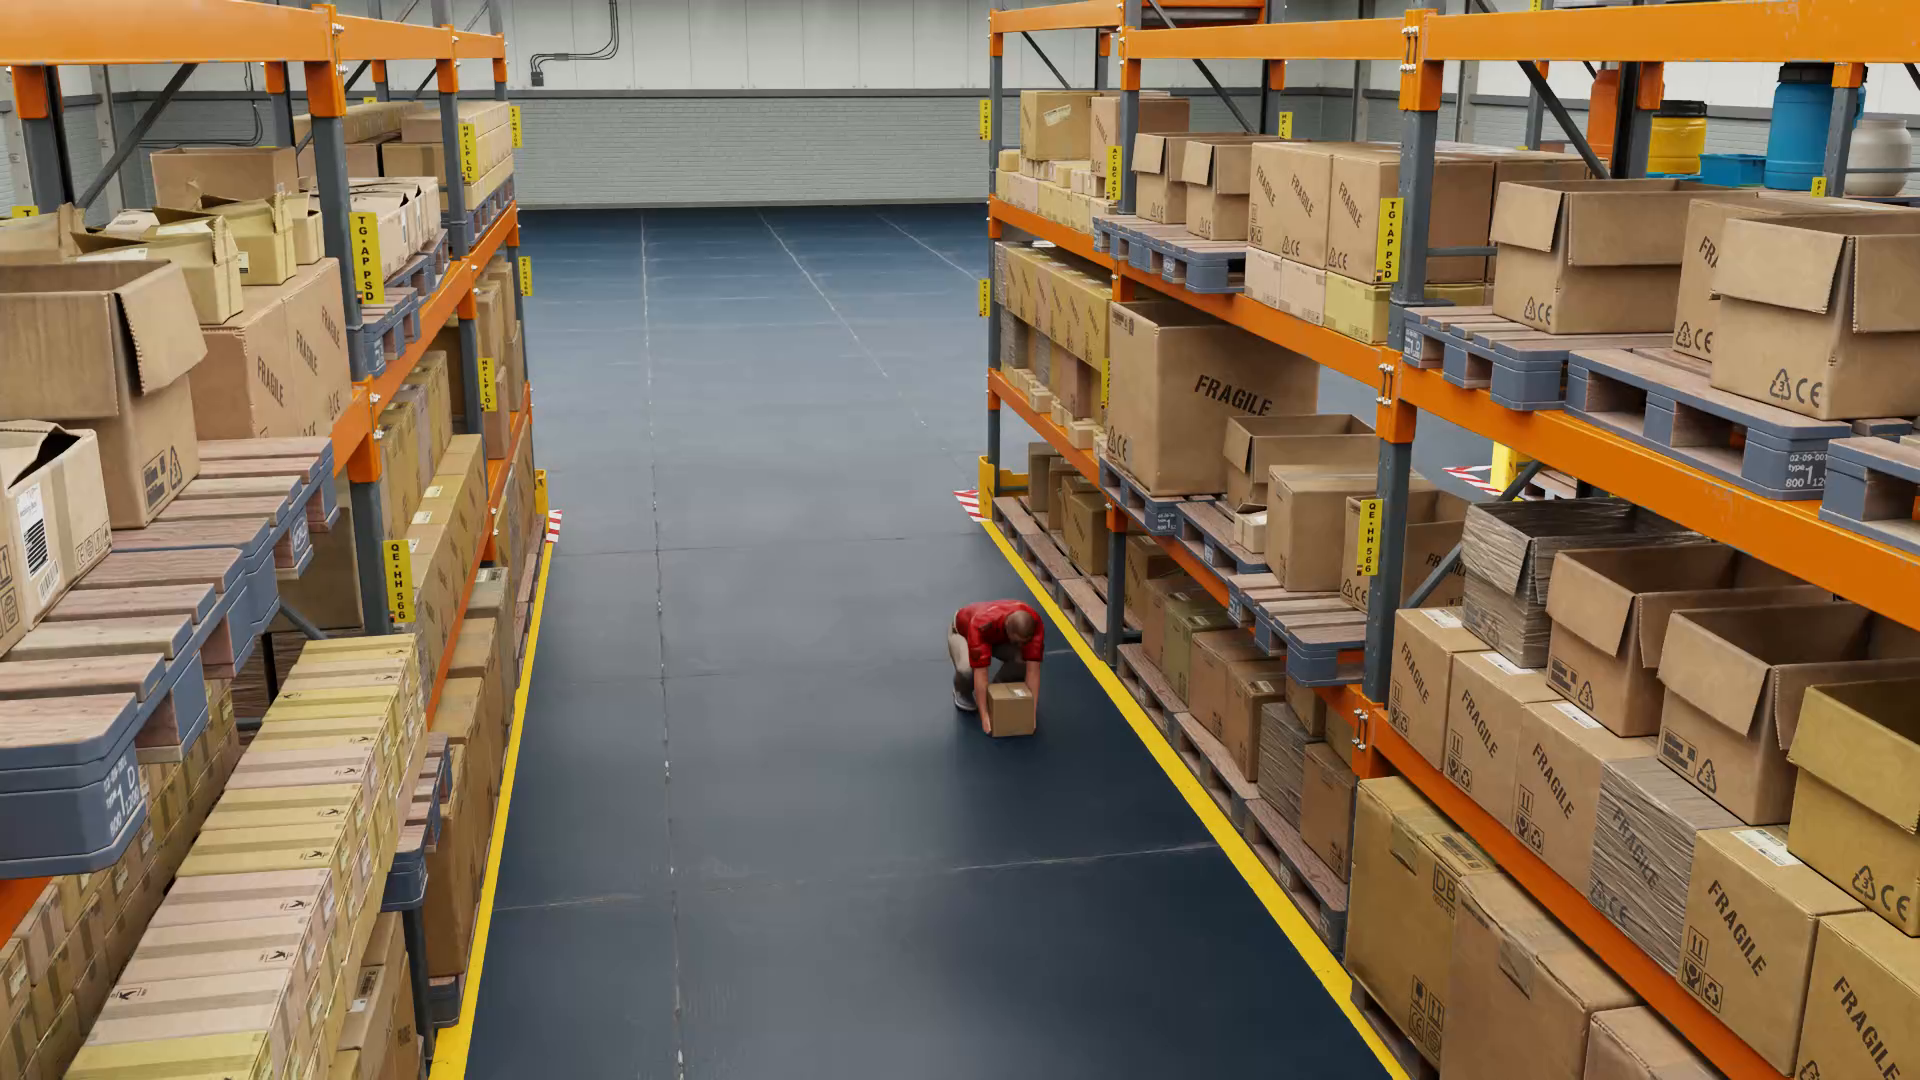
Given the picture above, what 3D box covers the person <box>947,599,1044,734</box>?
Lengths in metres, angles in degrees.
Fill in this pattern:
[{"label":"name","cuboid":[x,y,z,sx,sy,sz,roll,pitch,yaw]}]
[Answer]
[{"label":"person","cuboid":[0.220,0.735,10.373,0.533,0.843,0.904,-4,17,-15]}]
